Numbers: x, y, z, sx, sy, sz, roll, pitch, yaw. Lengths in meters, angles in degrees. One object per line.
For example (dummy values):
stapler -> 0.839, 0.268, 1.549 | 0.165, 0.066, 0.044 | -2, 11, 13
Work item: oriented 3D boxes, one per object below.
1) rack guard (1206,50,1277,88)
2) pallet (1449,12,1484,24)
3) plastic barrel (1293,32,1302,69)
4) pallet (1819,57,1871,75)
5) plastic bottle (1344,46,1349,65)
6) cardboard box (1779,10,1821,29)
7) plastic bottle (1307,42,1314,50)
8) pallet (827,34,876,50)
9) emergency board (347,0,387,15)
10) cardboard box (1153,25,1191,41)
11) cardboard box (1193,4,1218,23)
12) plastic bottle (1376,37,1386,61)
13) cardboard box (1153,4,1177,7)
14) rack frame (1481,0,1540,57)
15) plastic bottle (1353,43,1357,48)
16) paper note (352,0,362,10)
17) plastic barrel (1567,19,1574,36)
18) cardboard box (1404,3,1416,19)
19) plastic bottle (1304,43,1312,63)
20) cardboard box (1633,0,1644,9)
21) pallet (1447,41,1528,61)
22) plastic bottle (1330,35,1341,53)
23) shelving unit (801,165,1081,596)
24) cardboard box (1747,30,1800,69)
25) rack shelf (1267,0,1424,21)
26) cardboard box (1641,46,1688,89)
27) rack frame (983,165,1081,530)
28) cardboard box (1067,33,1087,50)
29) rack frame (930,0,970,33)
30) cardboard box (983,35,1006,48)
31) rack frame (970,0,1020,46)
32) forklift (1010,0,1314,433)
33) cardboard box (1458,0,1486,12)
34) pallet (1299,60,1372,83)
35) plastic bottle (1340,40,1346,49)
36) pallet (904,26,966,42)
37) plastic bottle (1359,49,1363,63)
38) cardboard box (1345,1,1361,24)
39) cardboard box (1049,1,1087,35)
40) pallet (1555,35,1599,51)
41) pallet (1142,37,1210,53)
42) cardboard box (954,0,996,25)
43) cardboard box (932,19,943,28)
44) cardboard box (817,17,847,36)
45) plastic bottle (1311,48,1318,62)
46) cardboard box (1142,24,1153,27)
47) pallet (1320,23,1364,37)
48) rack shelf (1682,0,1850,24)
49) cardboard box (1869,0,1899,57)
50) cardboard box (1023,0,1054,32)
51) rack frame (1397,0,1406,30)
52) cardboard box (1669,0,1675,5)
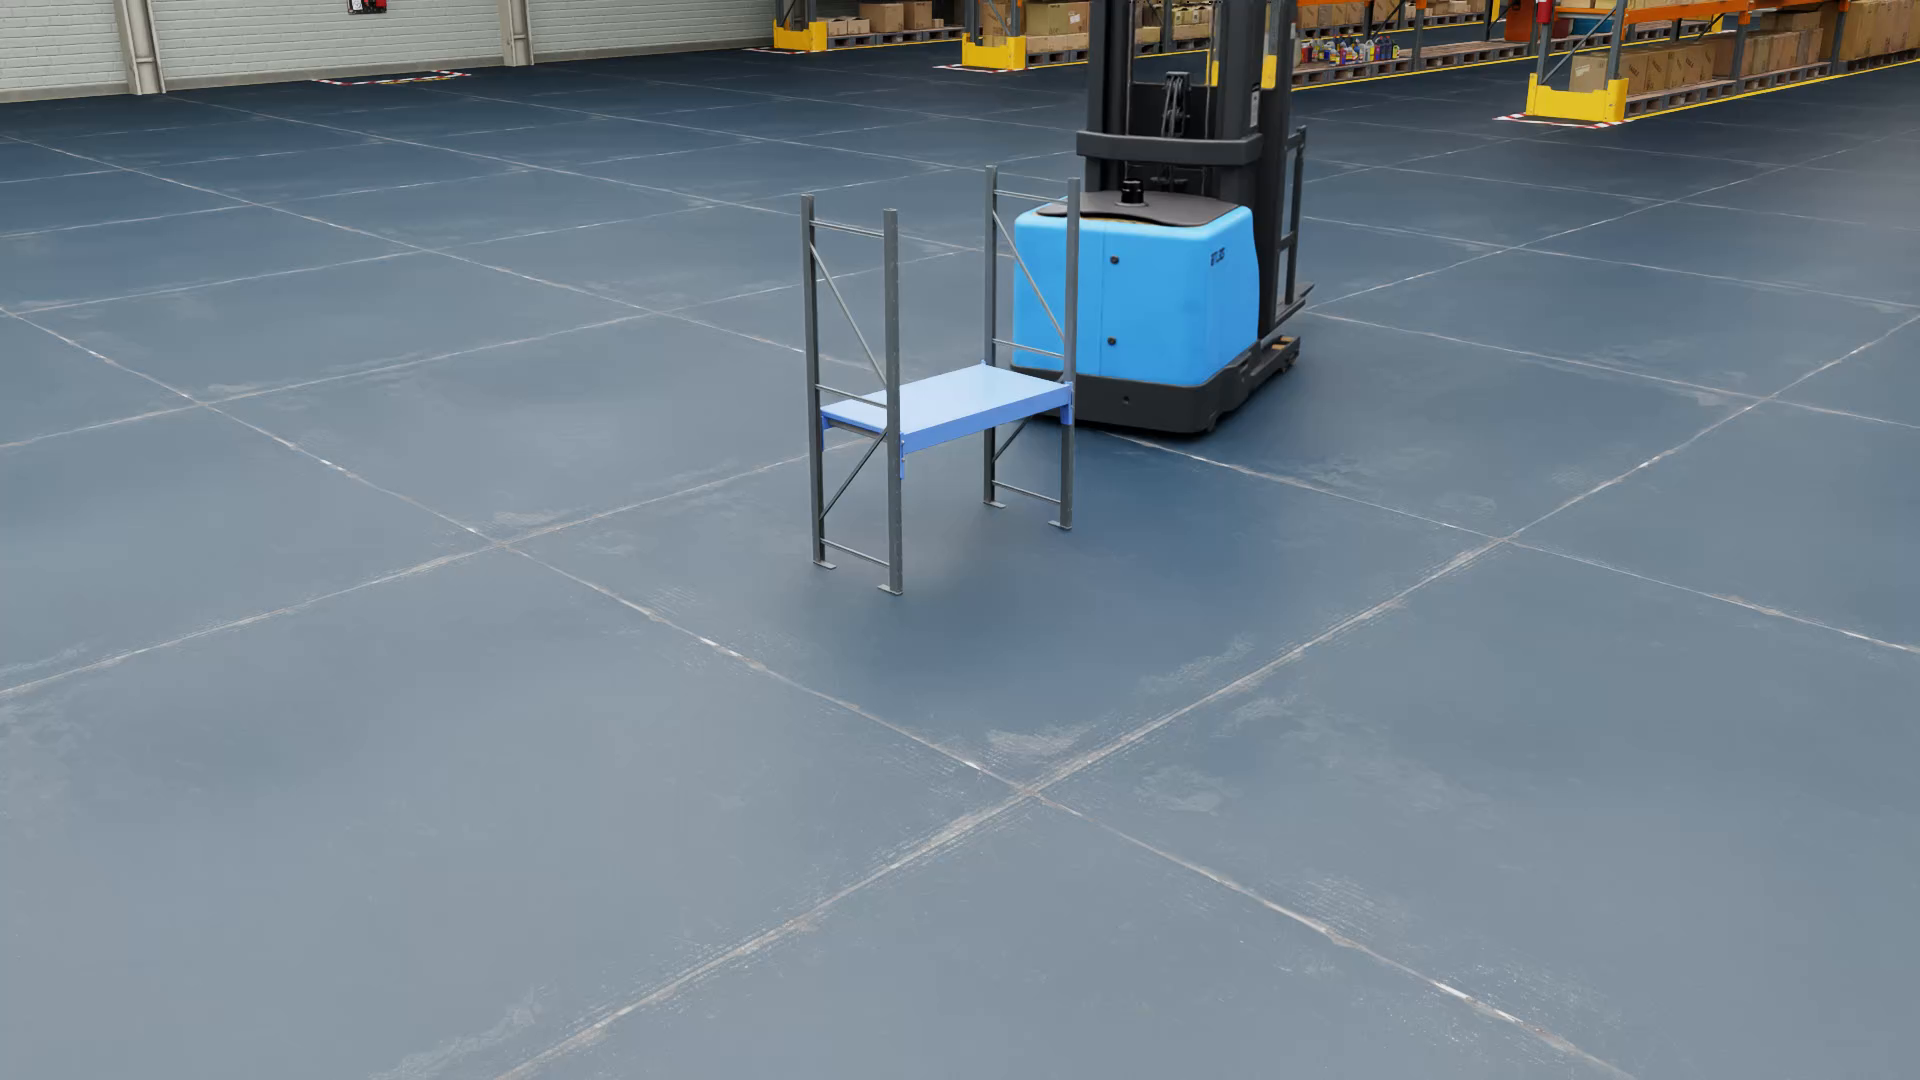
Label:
rack guard -> 4.129, -6.797, 24.063 | 1.175, 0.500, 0.348 | 19, 28, 41
pallet -> 11.117, -11.760, 37.377 | 1.003, 0.211, 1.213 | 19, 28, 41
plastic barrel -> 4.864, -7.285, 24.729 | 0.421, 0.512, 0.421 | 0, 21, 0
pallet -> 13.843, -7.632, 26.636 | 1.003, 0.211, 1.213 | 19, 28, 41
plastic bottle -> 5.837, -7.341, 25.182 | 0.097, 0.271, 0.097 | 0, 21, 0
cardboard box -> 12.793, -7.958, 25.425 | 0.500, 0.250, 0.500 | -19, 28, -40
plastic bottle -> 5.369, -7.542, 25.700 | 0.152, 0.276, 0.135 | 18, 28, 39
pallet -> -2.343, -9.330, 31.055 | 1.003, 0.211, 1.213 | 19, 28, 41
emergency board -> -9.057, -8.641, 25.375 | 0.194, 1.169, 0.643 | 19, 28, 41
cardboard box -> 3.813, -9.156, 29.962 | 0.500, 0.250, 0.500 | 18, 28, 39
cardboard box -> 4.534, -9.681, 30.545 | 0.500, 0.311, 0.500 | 18, 27, 39
plastic bottle -> 6.524, -7.643, 25.857 | 0.144, 0.351, 0.185 | 18, 27, 38
cardboard box -> 3.789, -9.687, 30.563 | 0.500, 0.311, 0.500 | -19, 28, -41
rack frame -> 9.691, -9.989, 28.883 | 1.000, 3.000, 0.127 | 19, 28, 41
plastic bottle -> 6.105, -7.514, 25.616 | 0.061, 0.283, 0.133 | 19, 28, 41
paper note -> -9.230, -8.201, 25.459 | 0.016, 0.148, 0.142 | 19, 28, 41
plastic barrel -> 11.137, -9.612, 30.783 | 0.421, 0.512, 0.421 | 0, 21, 0
cardboard box -> 9.382, -11.262, 35.329 | 0.500, 0.311, 0.500 | 19, 28, 41
plastic bottle -> 5.349, -7.483, 25.536 | 0.061, 0.283, 0.133 | 19, 28, 41
cardboard box -> 8.216, -6.649, 20.543 | 0.380, 0.149, 0.250 | 19, 28, 41
pallet -> 9.122, -8.498, 28.890 | 1.003, 0.211, 1.213 | 19, 28, 41
plastic bottle -> 5.908, -7.778, 26.208 | 0.144, 0.351, 0.185 | 18, 27, 38
shelving unit -> -0.059, -0.678, 6.748 | 0.538, 1.500, 1.048 | 19, 28, 41
cardboard box -> 12.018, -7.318, 24.803 | 0.500, 0.500, 0.700 | -17, 27, -38
rack shelf -> 5.505, -8.111, 24.999 | 1.077, 0.370, 4.000 | 19, 28, 41
cardboard box -> 9.370, -6.329, 22.260 | 0.500, 0.500, 0.500 | 16, 26, 36
rack frame -> 0.295, -0.809, 7.088 | 0.500, 1.500, 0.032 | 19, 28, 41
cardboard box -> 1.792, -8.426, 28.063 | 0.500, 0.250, 0.500 | 19, 28, 41
rack frame -> -0.198, -11.441, 32.659 | 1.000, 3.000, 0.127 | 19, 28, 41
cardboard box -> 0.726, -8.298, 27.730 | 0.500, 0.250, 0.500 | 19, 28, 41
rack frame -> 0.563, -9.173, 26.761 | 1.000, 3.000, 0.127 | 19, 28, 41
forklift -> 1.345, -2.389, 9.205 | 1.130, 2.935, 3.031 | 10, 23, 24
cardboard box -> 11.522, -12.124, 37.307 | 0.500, 0.500, 0.500 | 19, 28, 41
pallet -> 5.551, -7.182, 25.466 | 1.003, 0.211, 1.213 | 19, 28, 41
plastic bottle -> 6.025, -7.722, 26.173 | 0.097, 0.271, 0.097 | 0, 21, 0
pallet -> -0.641, -9.957, 32.687 | 1.003, 0.211, 1.213 | 19, 28, 41
plastic bottle -> 6.119, -7.412, 25.465 | 0.097, 0.201, 0.097 | 0, 21, 0
cardboard box -> 7.742, -10.713, 33.637 | 0.500, 0.500, 0.500 | 18, 27, 39
cardboard box -> 1.784, -8.779, 27.936 | 0.500, 0.500, 0.500 | 19, 28, 41
pallet -> 11.062, -9.213, 30.750 | 1.003, 0.211, 1.213 | 19, 28, 41
pallet -> 3.840, -9.099, 30.454 | 1.003, 0.211, 1.213 | 19, 28, 41
cardboard box -> 0.304, -10.673, 33.531 | 0.500, 0.500, 0.700 | -19, 28, -40
cardboard box -> -0.550, -10.178, 32.711 | 0.380, 0.166, 0.250 | 15, 26, 34
cardboard box -> -2.441, -9.518, 30.791 | 0.500, 0.311, 0.500 | 15, 26, 35
plastic bottle -> 5.471, -7.481, 25.644 | 0.097, 0.201, 0.097 | 0, 21, 0
cardboard box -> 3.435, -9.293, 30.320 | 0.500, 0.250, 0.500 | 19, 28, 40
pallet -> 7.543, -10.423, 33.898 | 1.003, 0.211, 1.213 | 19, 28, 41
rack shelf -> 11.844, -7.900, 24.449 | 1.077, 0.370, 4.000 | 19, 28, 41
cardboard box -> 14.363, -8.353, 27.003 | 1.225, 0.875, 0.875 | 19, 28, 41
cardboard box -> 1.411, -8.909, 28.275 | 0.500, 0.500, 0.500 | 19, 28, 41
rack frame -> 8.935, -12.258, 34.786 | 1.000, 3.000, 0.127 | 19, 28, 41
cardboard box -> 8.895, -6.912, 21.228 | 0.380, 0.149, 0.250 | 19, 28, 41
